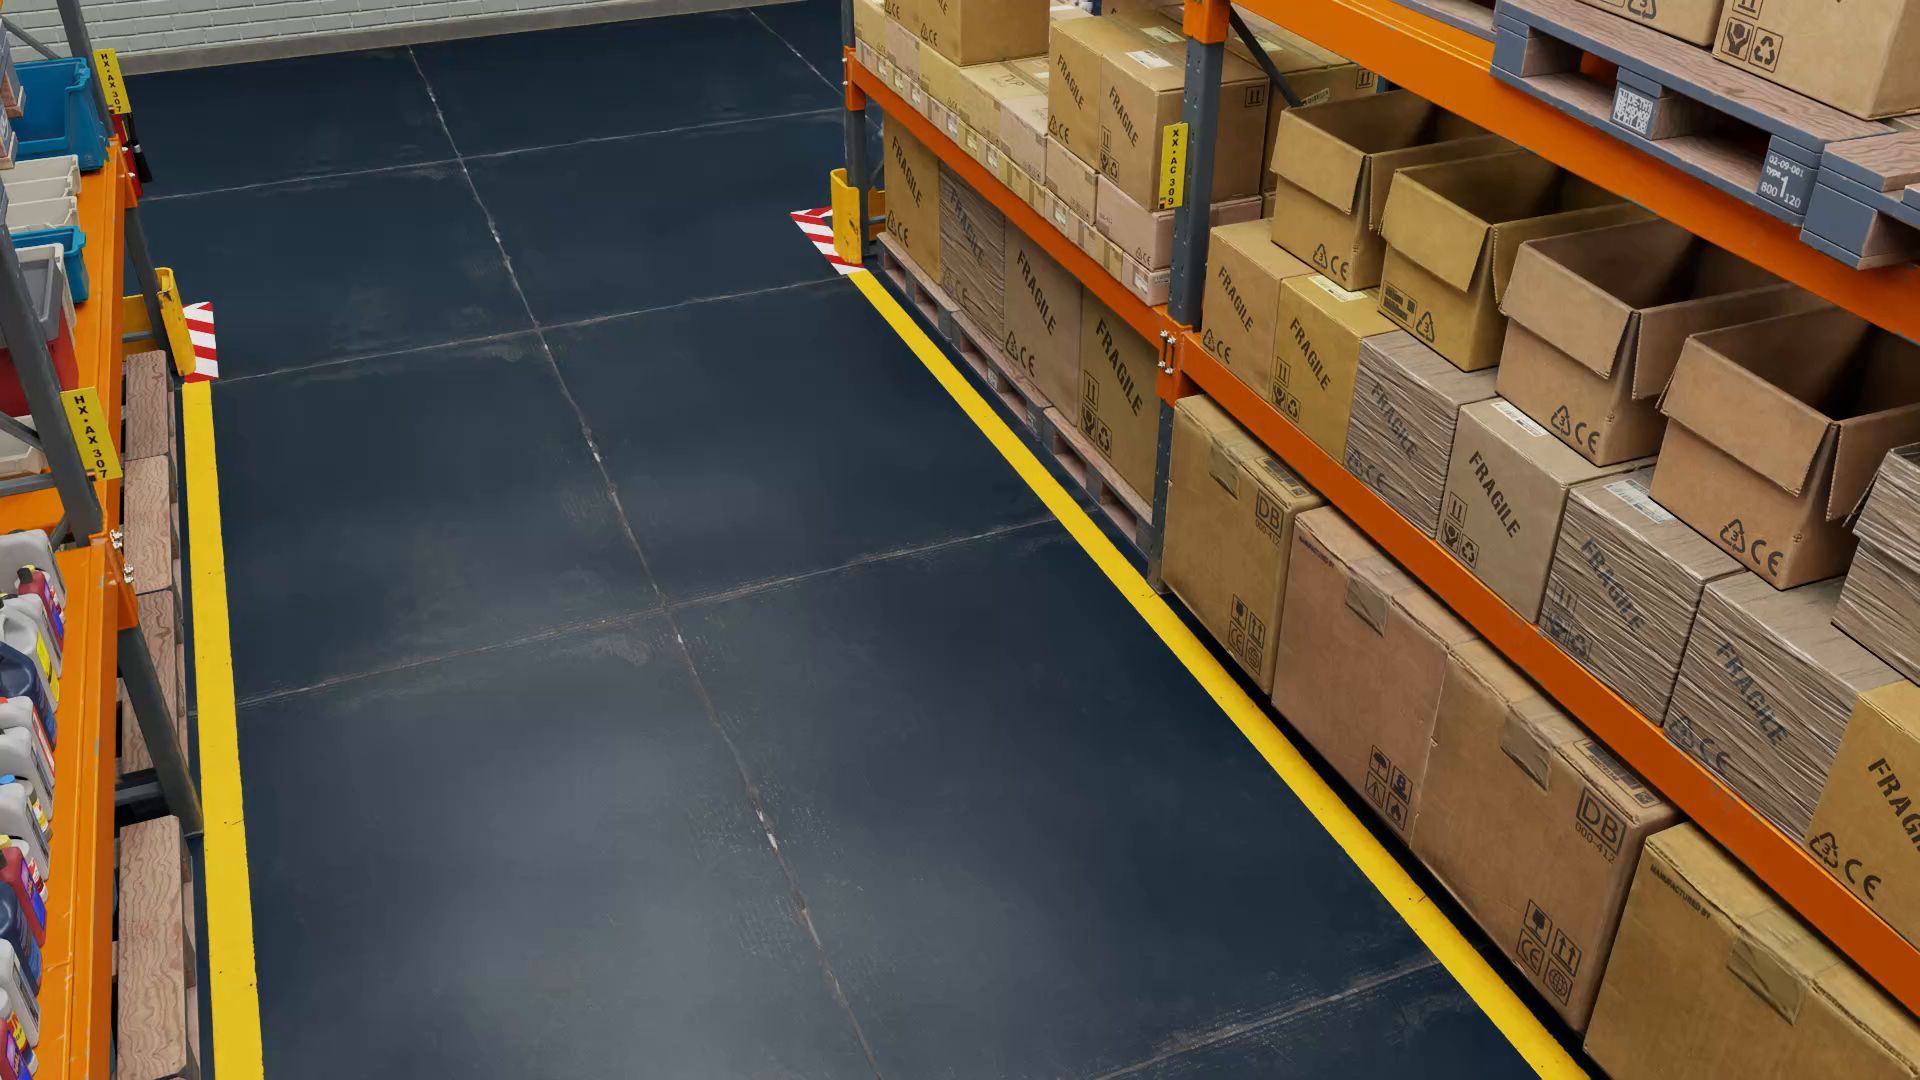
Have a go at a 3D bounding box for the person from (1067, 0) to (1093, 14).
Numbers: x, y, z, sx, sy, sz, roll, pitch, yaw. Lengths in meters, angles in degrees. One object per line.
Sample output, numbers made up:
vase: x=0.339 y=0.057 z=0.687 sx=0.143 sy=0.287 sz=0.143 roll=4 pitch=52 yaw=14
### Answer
person: x=0.637 y=-3.292 z=11.171 sx=0.921 sy=1.757 sz=0.578 roll=9 pitch=34 yaw=13
